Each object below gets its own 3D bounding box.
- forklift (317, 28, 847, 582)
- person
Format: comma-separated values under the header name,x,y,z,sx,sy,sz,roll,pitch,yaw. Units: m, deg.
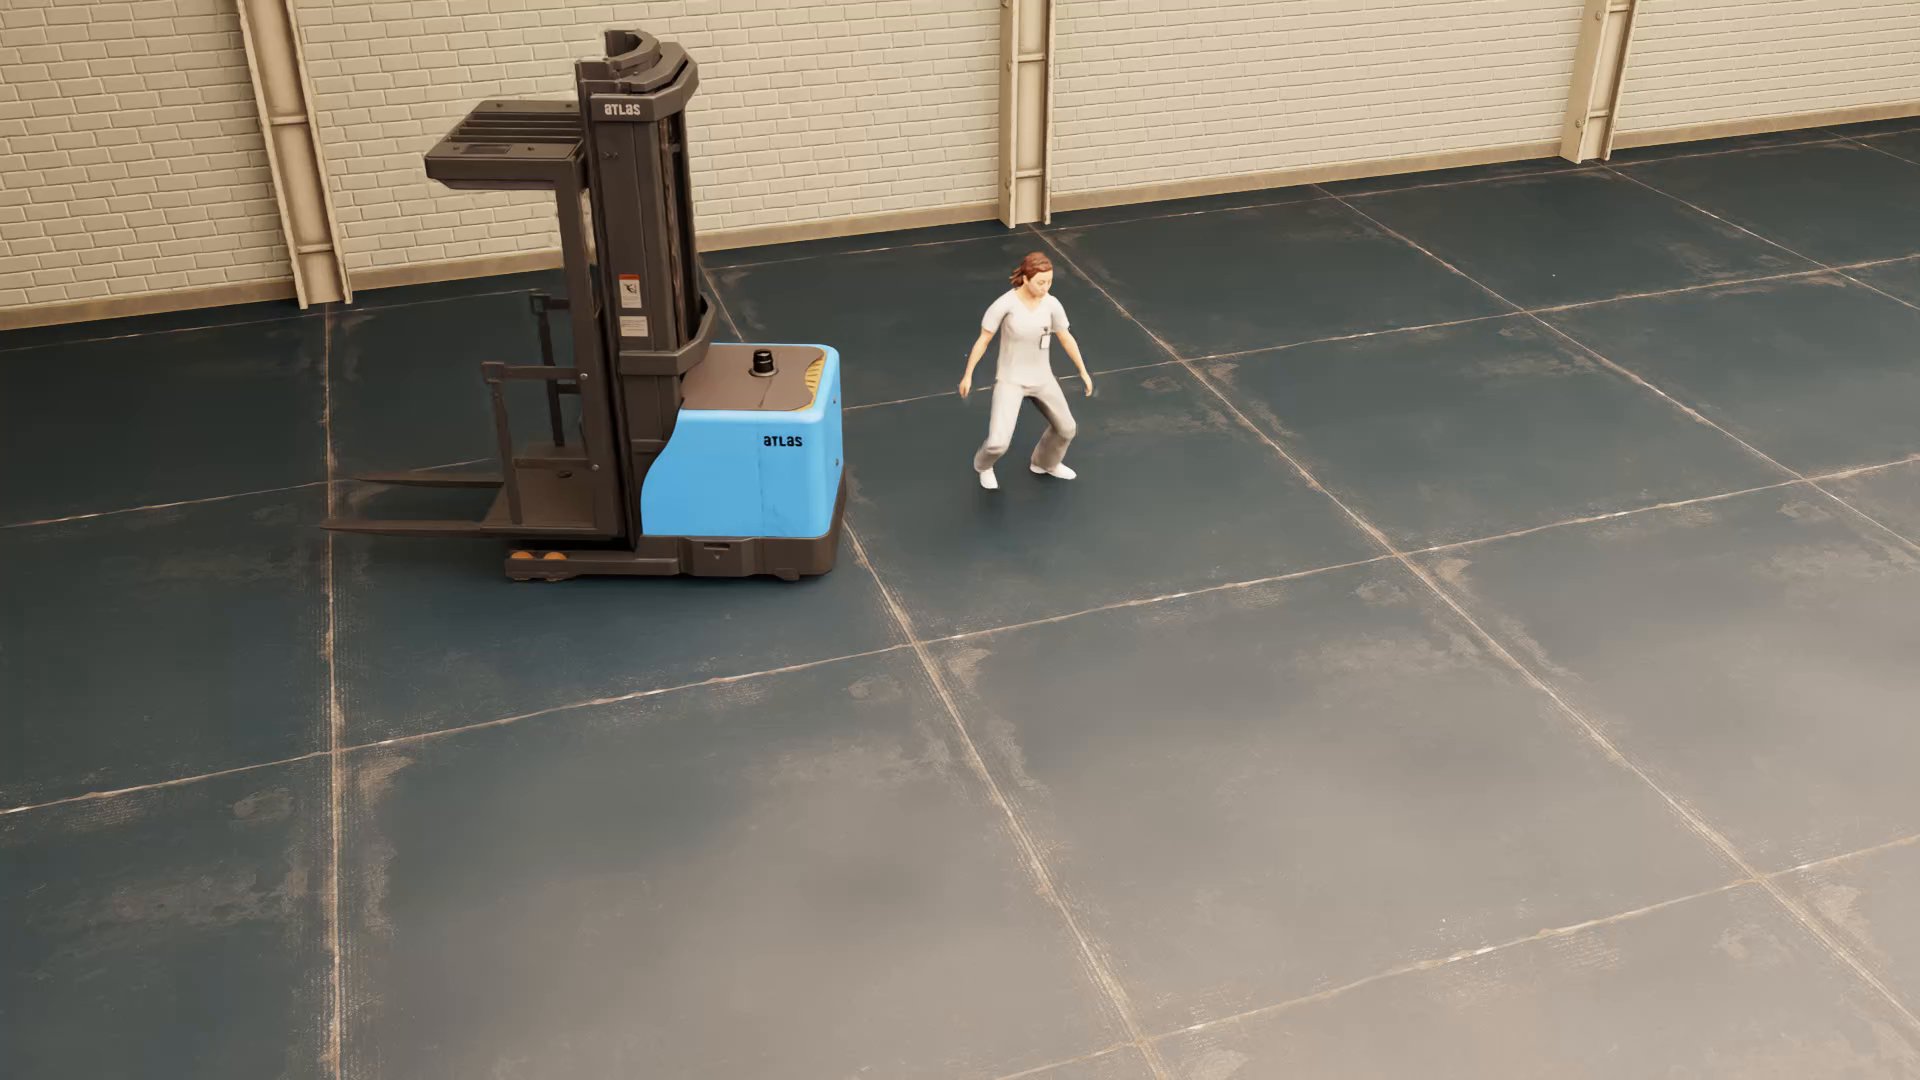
name,x,y,z,sx,sy,sz,roll,pitch,yaw
forklift,-2.235,-1.293,9.334,3.031,2.935,1.130,1,30,2
person,0.399,-0.995,10.191,0.809,1.584,0.543,-8,31,-14
